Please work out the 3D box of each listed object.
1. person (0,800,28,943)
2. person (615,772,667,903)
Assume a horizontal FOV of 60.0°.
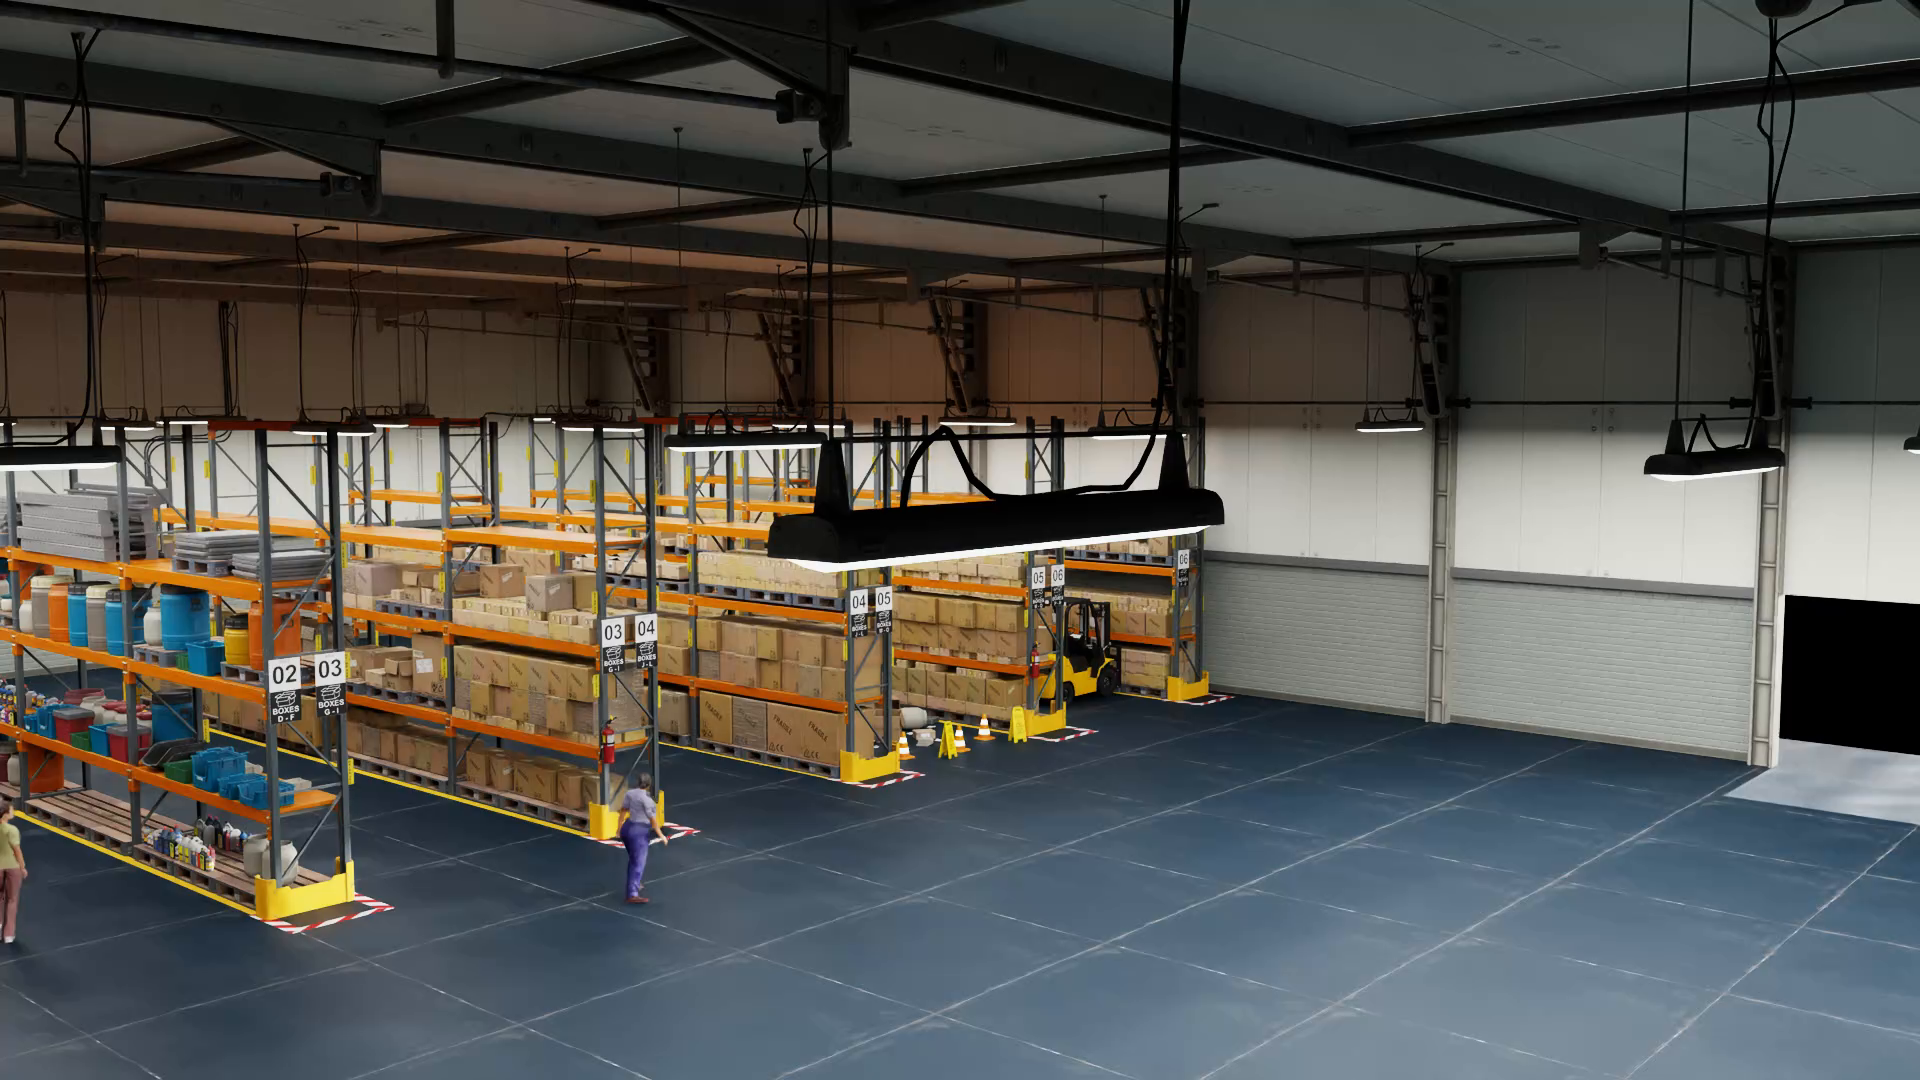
[{"bbox_3d":[-11.185,3.868,19.486,0.469,1.680,0.444,-1,5,-16],"label":"person"},{"bbox_3d":[-4.133,3.784,21.243,0.577,1.672,0.678,-4,6,-42],"label":"person"}]
